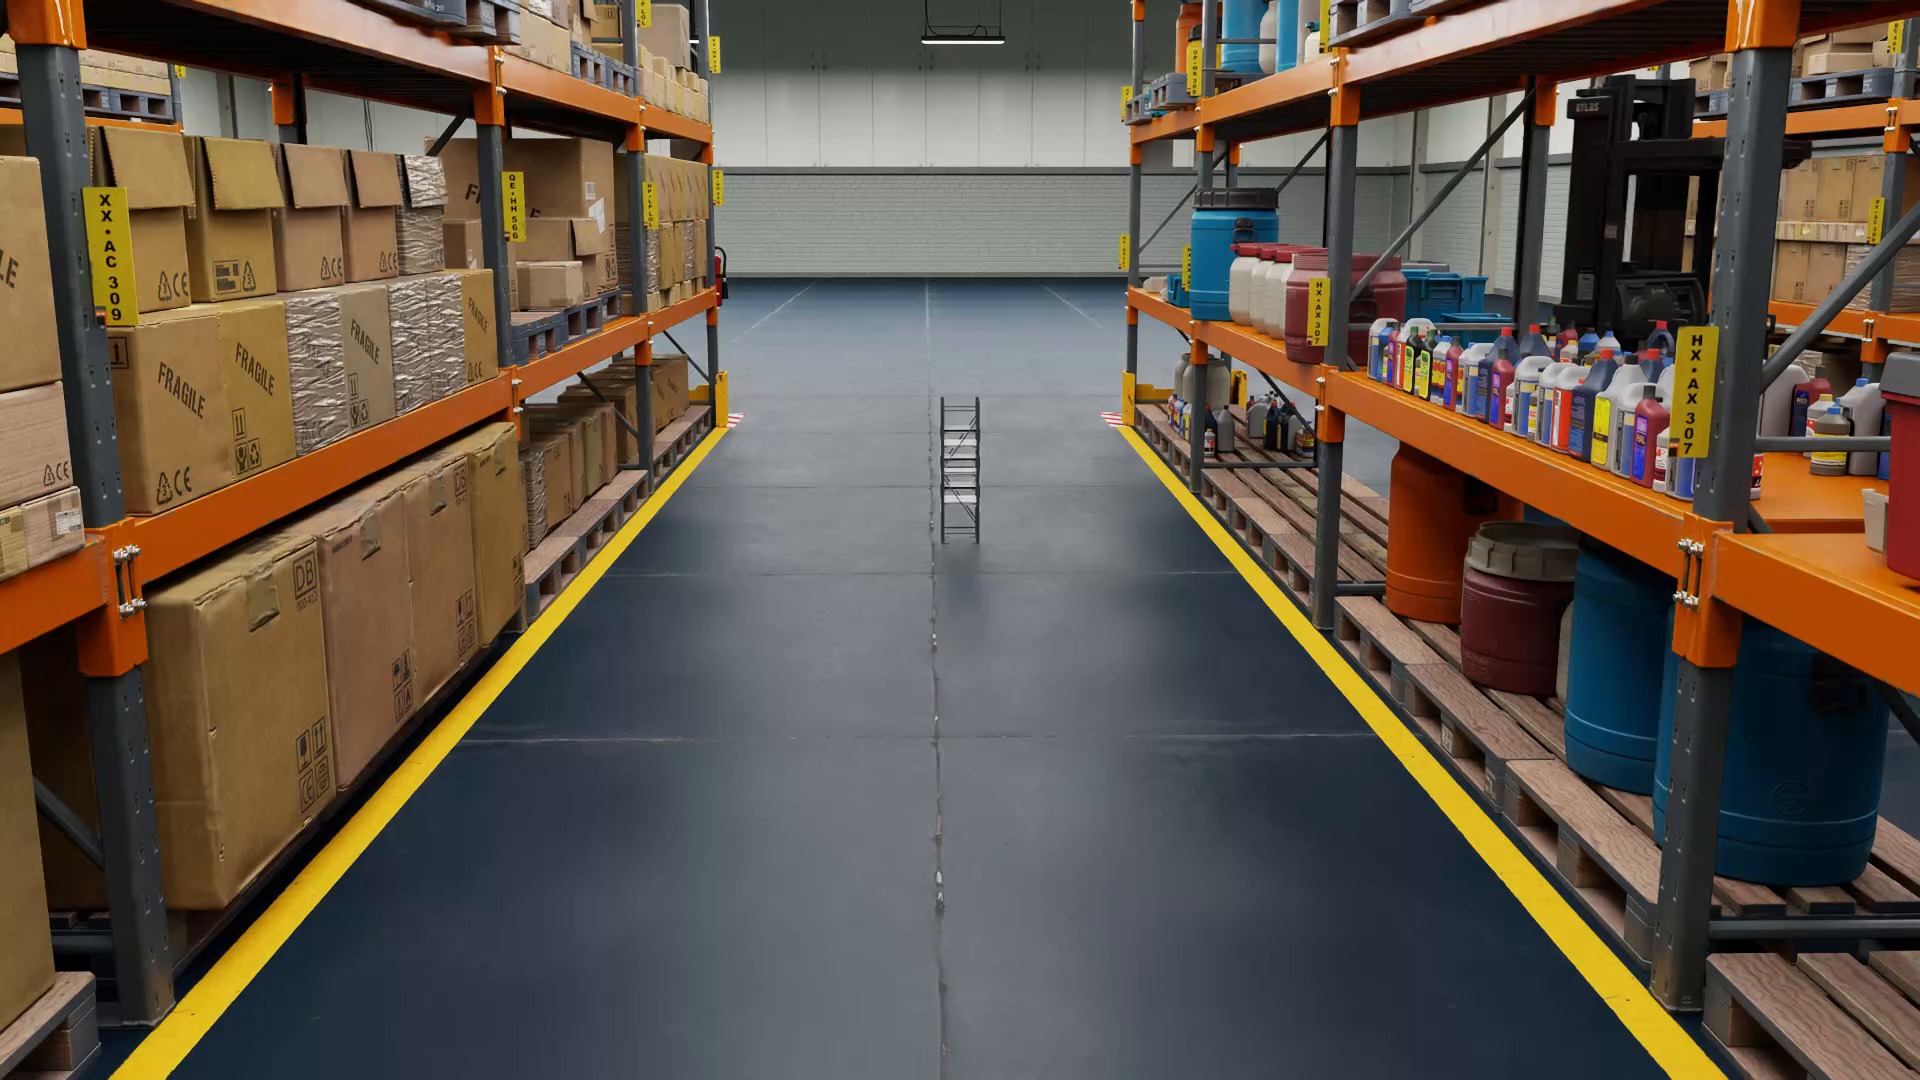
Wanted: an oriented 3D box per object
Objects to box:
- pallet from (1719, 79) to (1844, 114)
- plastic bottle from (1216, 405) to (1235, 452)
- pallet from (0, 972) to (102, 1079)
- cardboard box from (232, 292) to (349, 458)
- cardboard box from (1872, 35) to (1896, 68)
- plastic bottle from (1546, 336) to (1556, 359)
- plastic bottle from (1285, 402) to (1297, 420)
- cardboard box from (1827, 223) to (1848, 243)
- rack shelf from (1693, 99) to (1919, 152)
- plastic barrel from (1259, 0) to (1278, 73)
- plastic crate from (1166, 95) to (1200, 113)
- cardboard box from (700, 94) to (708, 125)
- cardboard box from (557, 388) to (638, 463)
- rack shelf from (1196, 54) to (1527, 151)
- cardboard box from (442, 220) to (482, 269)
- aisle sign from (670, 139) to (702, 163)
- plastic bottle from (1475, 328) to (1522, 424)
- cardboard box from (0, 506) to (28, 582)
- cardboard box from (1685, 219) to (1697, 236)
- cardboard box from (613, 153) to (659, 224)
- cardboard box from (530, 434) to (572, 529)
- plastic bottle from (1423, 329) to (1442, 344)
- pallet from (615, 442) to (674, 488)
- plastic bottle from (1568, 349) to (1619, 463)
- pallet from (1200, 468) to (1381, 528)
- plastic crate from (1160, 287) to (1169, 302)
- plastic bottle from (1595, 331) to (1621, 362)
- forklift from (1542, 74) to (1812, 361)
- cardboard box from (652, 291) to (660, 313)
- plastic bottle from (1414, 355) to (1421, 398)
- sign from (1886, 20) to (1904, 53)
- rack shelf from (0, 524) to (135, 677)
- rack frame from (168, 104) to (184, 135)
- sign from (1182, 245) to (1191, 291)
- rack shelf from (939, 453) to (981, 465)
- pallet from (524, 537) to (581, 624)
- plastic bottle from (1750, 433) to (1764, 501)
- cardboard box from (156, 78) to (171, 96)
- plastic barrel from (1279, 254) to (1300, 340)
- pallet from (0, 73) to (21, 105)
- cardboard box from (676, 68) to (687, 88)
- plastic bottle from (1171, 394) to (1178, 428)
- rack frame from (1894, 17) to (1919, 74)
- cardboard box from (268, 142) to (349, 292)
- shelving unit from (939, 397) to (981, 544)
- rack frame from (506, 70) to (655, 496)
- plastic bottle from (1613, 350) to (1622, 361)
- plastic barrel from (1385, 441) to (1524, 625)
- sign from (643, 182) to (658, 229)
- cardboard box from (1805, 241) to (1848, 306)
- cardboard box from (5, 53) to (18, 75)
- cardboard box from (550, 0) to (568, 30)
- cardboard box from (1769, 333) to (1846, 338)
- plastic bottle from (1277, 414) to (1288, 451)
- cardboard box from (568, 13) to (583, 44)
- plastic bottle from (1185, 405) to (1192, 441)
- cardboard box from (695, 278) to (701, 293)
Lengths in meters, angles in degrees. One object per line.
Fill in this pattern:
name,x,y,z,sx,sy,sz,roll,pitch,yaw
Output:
pallet,7.088,-3.680,13.832,1.003,0.211,1.213,0,11,-1
plastic bottle,2.044,-0.867,12.845,0.144,0.351,0.185,0,11,-1
pallet,-2.647,1.306,3.589,1.003,0.211,1.213,0,11,-1
cardboard box,-2.366,-0.553,5.487,0.500,0.500,0.500,0,11,-2
cardboard box,7.396,-3.751,12.776,0.500,0.311,0.500,-1,12,-4
plastic bottle,2.703,-0.828,7.596,0.097,0.201,0.097,0,11,0
plastic bottle,2.600,-0.902,13.016,0.144,0.351,0.185,0,11,0
cardboard box,6.923,-2.363,12.780,0.380,0.149,0.250,-1,11,-3
rack shelf,7.113,-3.357,13.827,1.077,0.370,4.000,0,11,-1
plastic barrel,2.389,-3.639,12.072,0.421,0.512,0.421,0,11,0
plastic crate,1.764,-3.480,13.289,0.243,0.136,0.396,0,11,-1
cardboard box,-2.569,-3.899,15.065,0.500,0.250,0.500,0,11,0
cardboard box,-2.718,-0.862,12.496,0.500,0.500,0.500,-1,11,-3
rack shelf,2.243,-2.542,9.811,1.077,0.370,4.000,0,11,-1
cardboard box,-2.719,-1.369,8.454,0.500,0.500,0.500,-2,12,-8
aisle sign,-2.534,-3.885,15.624,0.394,0.787,0.004,0,11,-1
plastic bottle,1.998,-0.608,6.137,0.144,0.351,0.185,0,11,-1
cardboard box,-2.245,0.022,3.538,0.380,0.149,0.250,0,11,0
cardboard box,6.872,-2.873,15.291,0.380,0.149,0.250,-1,11,-3
cardboard box,-2.505,-2.577,12.204,0.500,0.500,0.500,0,11,-1
cardboard box,-2.744,-0.353,9.937,0.700,0.500,0.500,1,11,4
plastic bottle,2.016,-0.762,7.094,0.097,0.271,0.097,0,11,0
pallet,-2.799,-0.569,12.831,1.003,0.211,1.213,0,11,-1
plastic bottle,2.017,-0.426,5.238,0.144,0.351,0.185,0,11,-1
pallet,2.257,-0.300,11.506,1.003,0.211,1.213,0,11,-1
plastic crate,1.915,-2.015,13.609,0.530,0.136,0.437,0,11,-1
plastic bottle,2.716,-0.739,6.982,0.097,0.271,0.097,0,11,0
forklift,4.888,-1.623,11.188,1.130,2.935,3.031,-7,13,-30
cardboard box,-2.446,-1.773,12.384,0.380,0.149,0.250,0,11,-1
plastic bottle,1.957,-0.701,6.969,0.097,0.201,0.097,0,11,0
sign,6.599,-3.602,11.723,0.100,0.325,0.005,0,11,-1
rack shelf,-2.544,0.538,2.170,1.077,0.370,4.000,0,11,-1
rack frame,-7.794,-2.597,15.815,1.000,3.000,0.127,0,11,-1
sign,1.651,-1.958,11.969,0.100,0.325,0.005,0,11,-1
rack shelf,0.000,-0.495,10.450,0.258,0.077,0.200,0,11,-1
pallet,-2.682,0.204,9.020,1.003,0.211,1.213,0,11,-1
plastic bottle,2.160,-0.216,4.579,0.097,0.201,0.097,0,11,0
cardboard box,-7.448,-4.134,15.171,0.380,0.149,0.250,0,11,-1
plastic barrel,2.041,-1.369,9.483,0.421,0.512,0.421,0,11,0
pallet,-7.718,-3.391,12.408,1.003,0.211,1.213,0,11,-1
cardboard box,-2.496,-3.876,13.952,0.380,0.149,0.250,-1,11,-4
plastic bottle,1.831,-1.095,14.138,0.061,0.283,0.133,0,11,0
rack frame,7.154,-4.782,11.497,1.000,3.000,0.127,0,11,-1
cardboard box,-2.637,-1.139,5.855,0.797,0.503,0.637,0,11,1
shelving unit,0.000,-0.439,10.462,0.258,0.900,0.210,0,11,-1
rack frame,-2.750,-1.802,11.897,1.000,3.000,0.127,0,11,-1
plastic bottle,2.718,-0.685,6.893,0.097,0.201,0.097,0,11,0
plastic barrel,2.312,-0.072,7.773,0.600,0.830,0.708,0,11,-1
sign,-2.195,-2.372,11.796,0.100,0.325,0.005,0,11,-1
cardboard box,7.121,-2.084,13.035,0.700,0.500,0.500,0,11,-2
cardboard box,-7.395,-3.628,12.678,0.380,0.149,0.250,0,11,-2
cardboard box,-2.444,-3.066,9.075,0.500,0.500,0.500,-1,11,-3
cardboard box,7.415,-1.559,14.671,0.500,0.500,0.500,0,11,-1
plastic bottle,2.493,-0.835,12.858,0.061,0.283,0.133,0,11,-1
cardboard box,-2.631,-3.225,10.651,0.396,0.266,0.258,0,11,1
plastic bottle,1.890,-0.969,13.346,0.144,0.351,0.185,0,11,-2
cardboard box,-2.559,-2.319,15.077,0.380,0.149,0.250,0,11,-1
